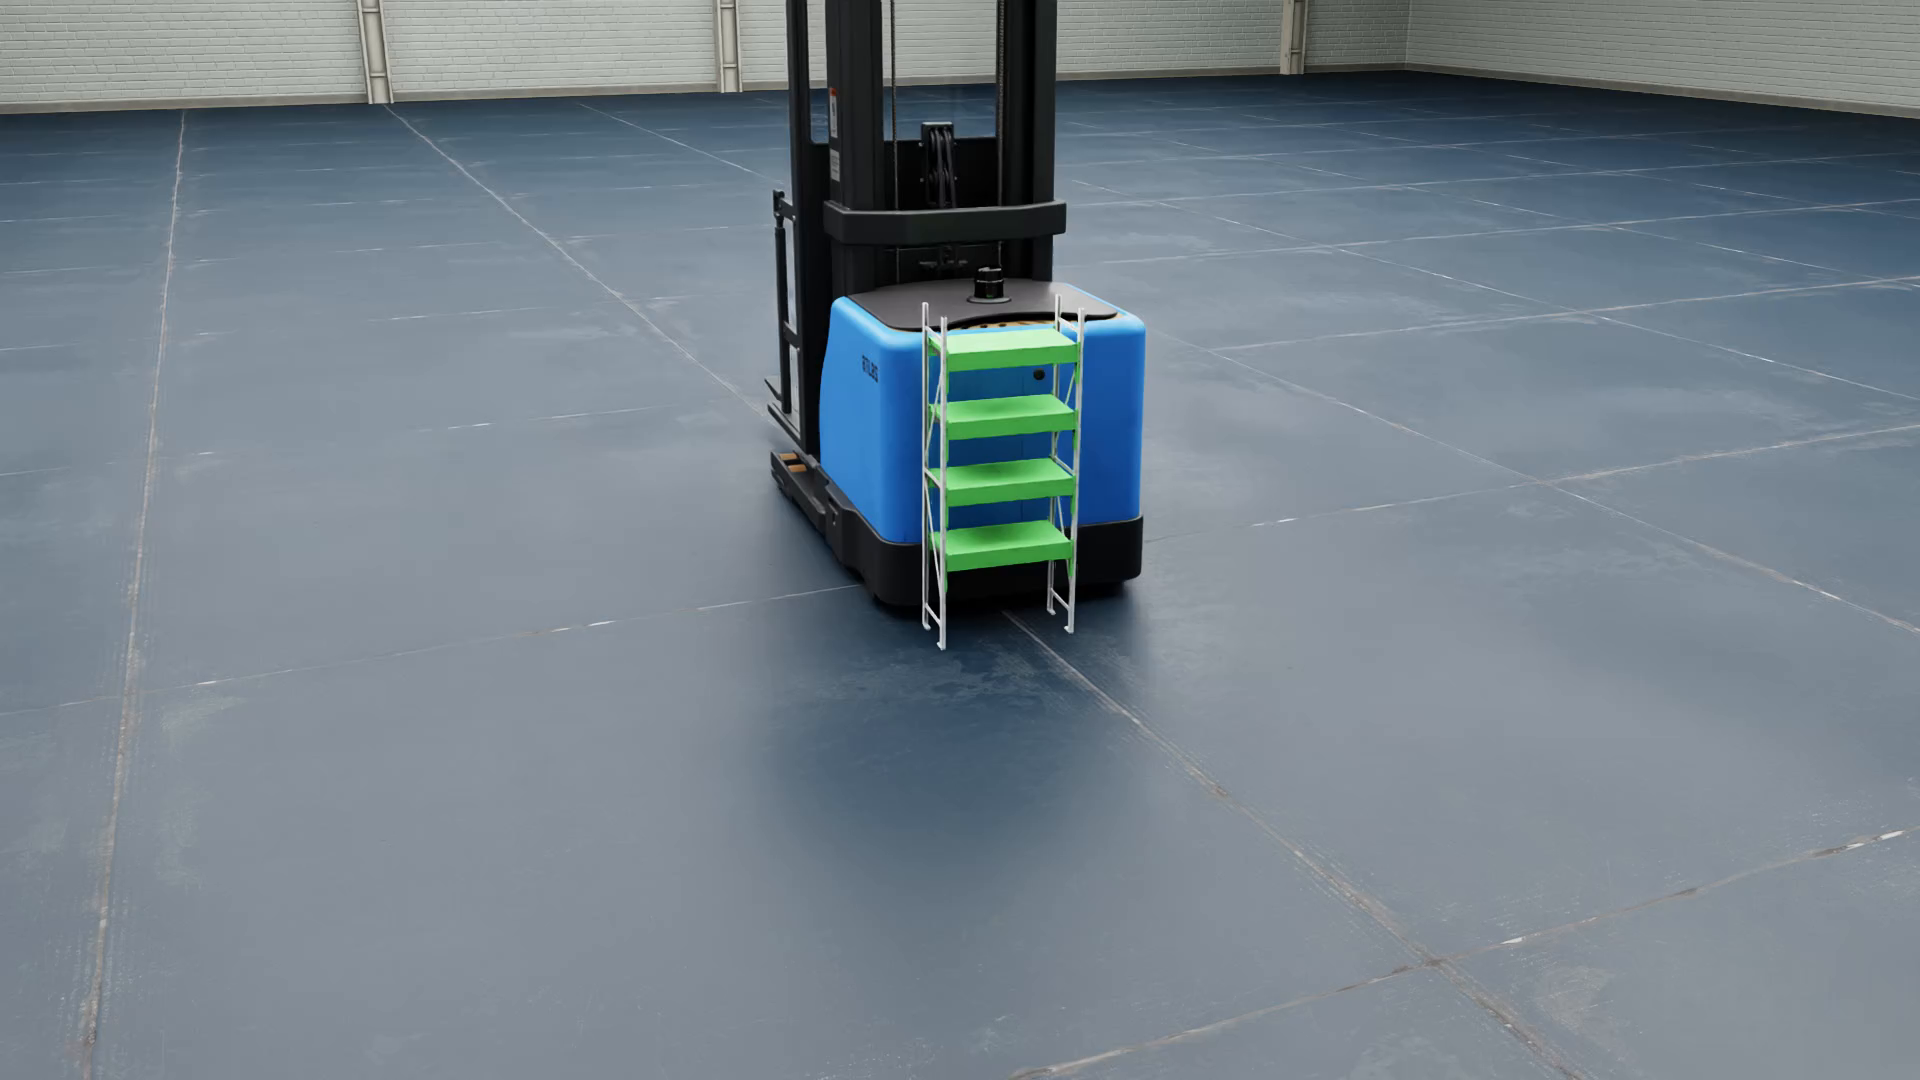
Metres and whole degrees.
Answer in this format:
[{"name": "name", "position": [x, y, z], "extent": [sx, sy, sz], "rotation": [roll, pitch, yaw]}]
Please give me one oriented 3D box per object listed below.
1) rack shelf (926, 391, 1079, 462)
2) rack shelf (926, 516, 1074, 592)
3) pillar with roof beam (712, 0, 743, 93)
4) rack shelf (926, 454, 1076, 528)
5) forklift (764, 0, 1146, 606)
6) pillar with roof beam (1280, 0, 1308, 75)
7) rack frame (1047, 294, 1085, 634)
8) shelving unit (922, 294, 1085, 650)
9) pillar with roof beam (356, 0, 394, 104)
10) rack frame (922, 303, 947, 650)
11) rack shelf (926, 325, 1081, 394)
[{"name": "rack shelf", "position": [0.143, -0.401, 5.814], "extent": [0.480, 0.148, 0.258], "rotation": [-6, 22, -17]}, {"name": "rack shelf", "position": [0.140, 0.048, 5.984], "extent": [0.480, 0.148, 0.258], "rotation": [-6, 22, -17]}, {"name": "pillar with roof beam", "position": [-2.447, -11.013, 24.750], "extent": [0.400, 9.000, 9.100], "rotation": [-8, 21, -22]}, {"name": "rack shelf", "position": [0.142, -0.176, 5.899], "extent": [0.480, 0.148, 0.258], "rotation": [-6, 22, -17]}, {"name": "forklift", "position": [-0.239, -1.594, 7.137], "extent": [1.130, 2.935, 3.031], "rotation": [-6, 20, -17]}, {"name": "pillar with roof beam", "position": [8.571, -12.592, 29.234], "extent": [0.400, 9.000, 9.100], "rotation": [-8, 21, -22]}, {"name": "rack frame", "position": [0.375, -0.261, 5.946], "extent": [0.015, 1.200, 0.240], "rotation": [-6, 22, -17]}, {"name": "shelving unit", "position": [0.142, -0.236, 5.876], "extent": [0.503, 1.200, 0.258], "rotation": [-6, 22, -17]}, {"name": "pillar with roof beam", "position": [-7.956, -10.224, 22.509], "extent": [0.400, 9.000, 9.100], "rotation": [-8, 21, -22]}, {"name": "rack frame", "position": [-0.090, -0.212, 5.806], "extent": [0.015, 1.200, 0.240], "rotation": [-6, 22, -17]}, {"name": "rack shelf", "position": [0.145, -0.625, 5.729], "extent": [0.480, 0.148, 0.258], "rotation": [-6, 22, -17]}]
